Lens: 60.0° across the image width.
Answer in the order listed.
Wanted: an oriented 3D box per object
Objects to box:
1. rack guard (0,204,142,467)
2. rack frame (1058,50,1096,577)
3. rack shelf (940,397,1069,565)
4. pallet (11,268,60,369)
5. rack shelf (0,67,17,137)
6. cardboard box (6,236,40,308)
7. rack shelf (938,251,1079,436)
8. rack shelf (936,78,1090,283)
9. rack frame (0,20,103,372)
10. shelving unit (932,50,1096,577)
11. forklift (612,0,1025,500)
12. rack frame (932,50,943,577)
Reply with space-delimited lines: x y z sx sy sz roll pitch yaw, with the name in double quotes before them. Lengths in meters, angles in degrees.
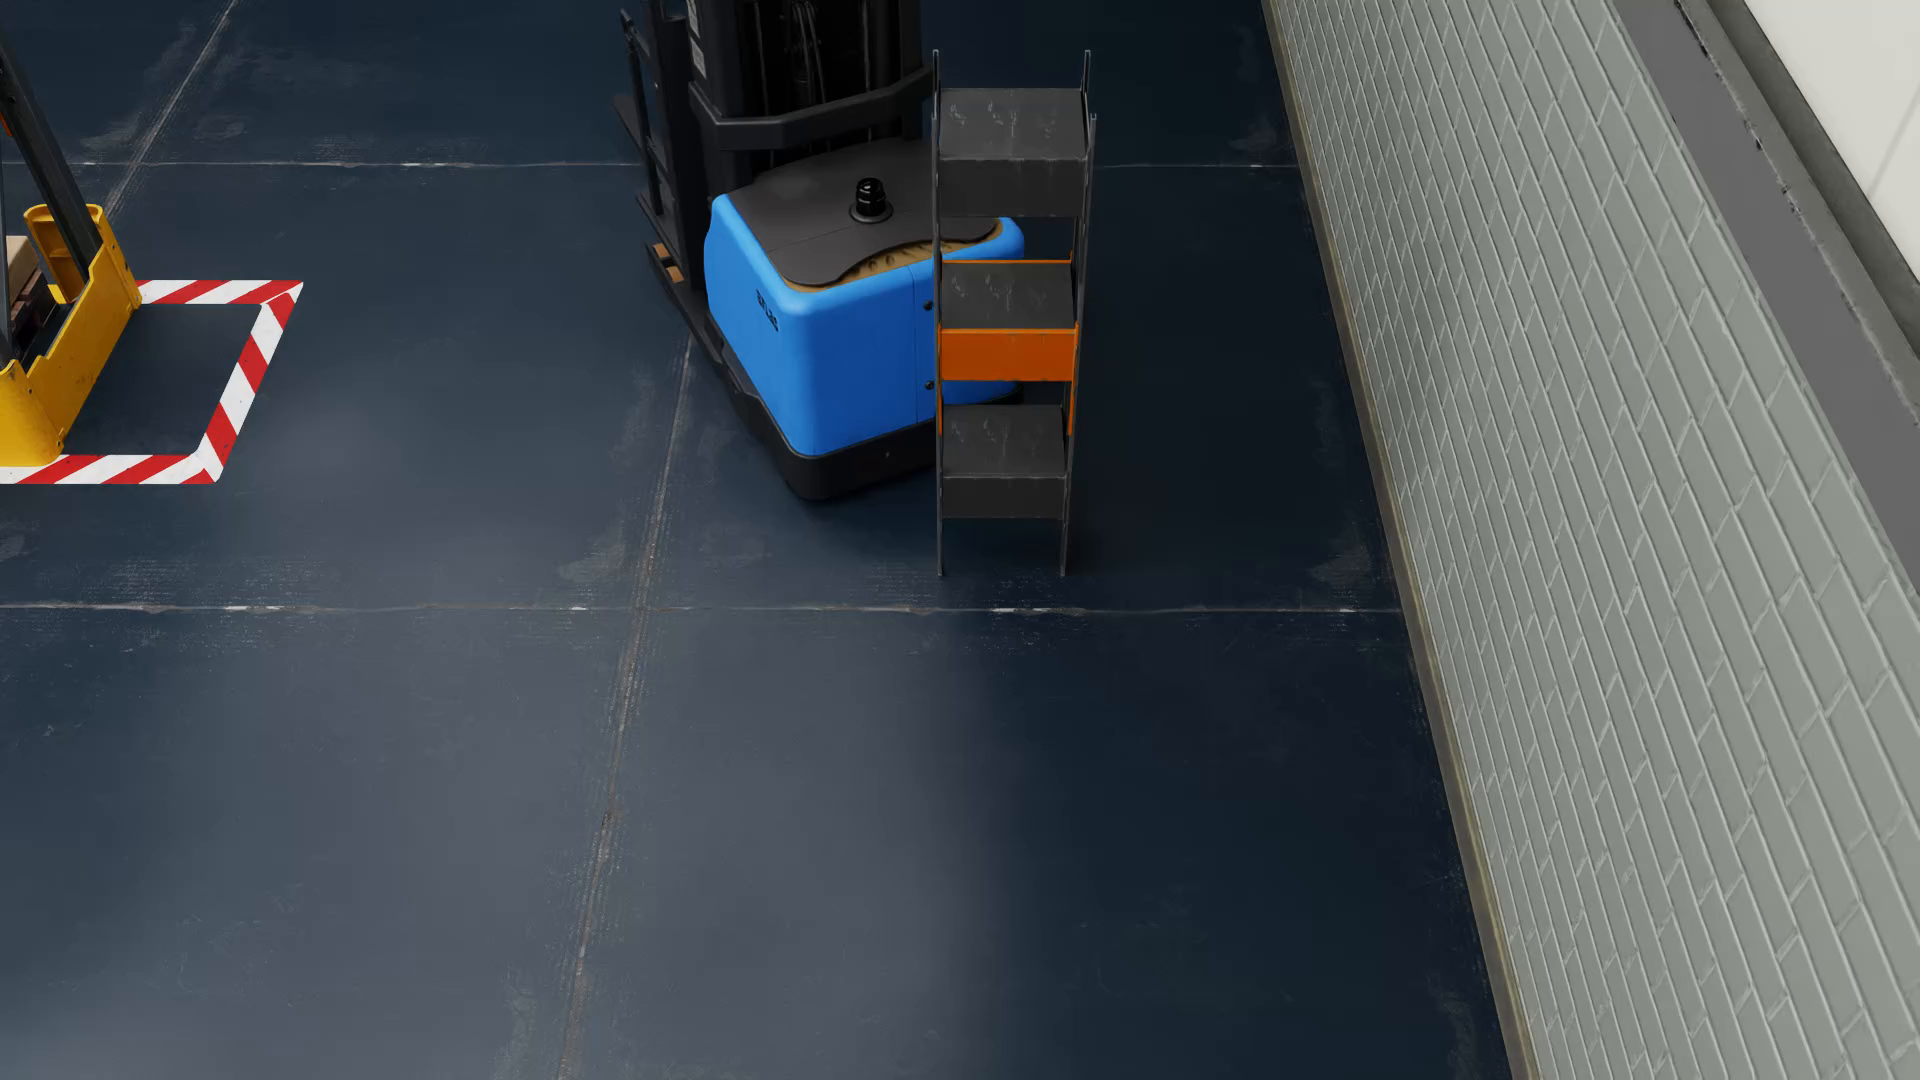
"rack guard" -4.007 -0.910 7.255 0.348 0.500 1.175 0 47 0
"rack frame" 0.410 -0.714 5.980 0.015 2.100 0.400 0 47 0
"rack shelf" 0.166 -0.229 6.503 0.480 0.518 0.431 0 47 0
"pallet" -4.805 -0.812 7.362 1.213 0.211 1.003 0 47 0
"rack shelf" -5.931 -1.521 6.608 4.000 0.370 1.077 0 47 0
"cardboard box" -4.349 -1.192 7.458 0.250 0.149 0.380 0 47 0
"rack shelf" 0.166 -0.706 5.991 0.480 0.518 0.431 0 47 0
"rack shelf" 0.166 -1.183 5.479 0.480 0.518 0.431 0 47 0
"rack frame" -3.931 -1.761 6.340 0.127 3.000 1.000 0 47 0
"shelving unit" 0.166 -0.715 5.981 0.503 2.100 0.431 0 47 0
"forklift" -0.831 -2.250 6.842 1.130 2.935 3.031 -20 50 -17
"rack frame" -0.078 -0.716 5.982 0.015 2.100 0.400 0 47 0
